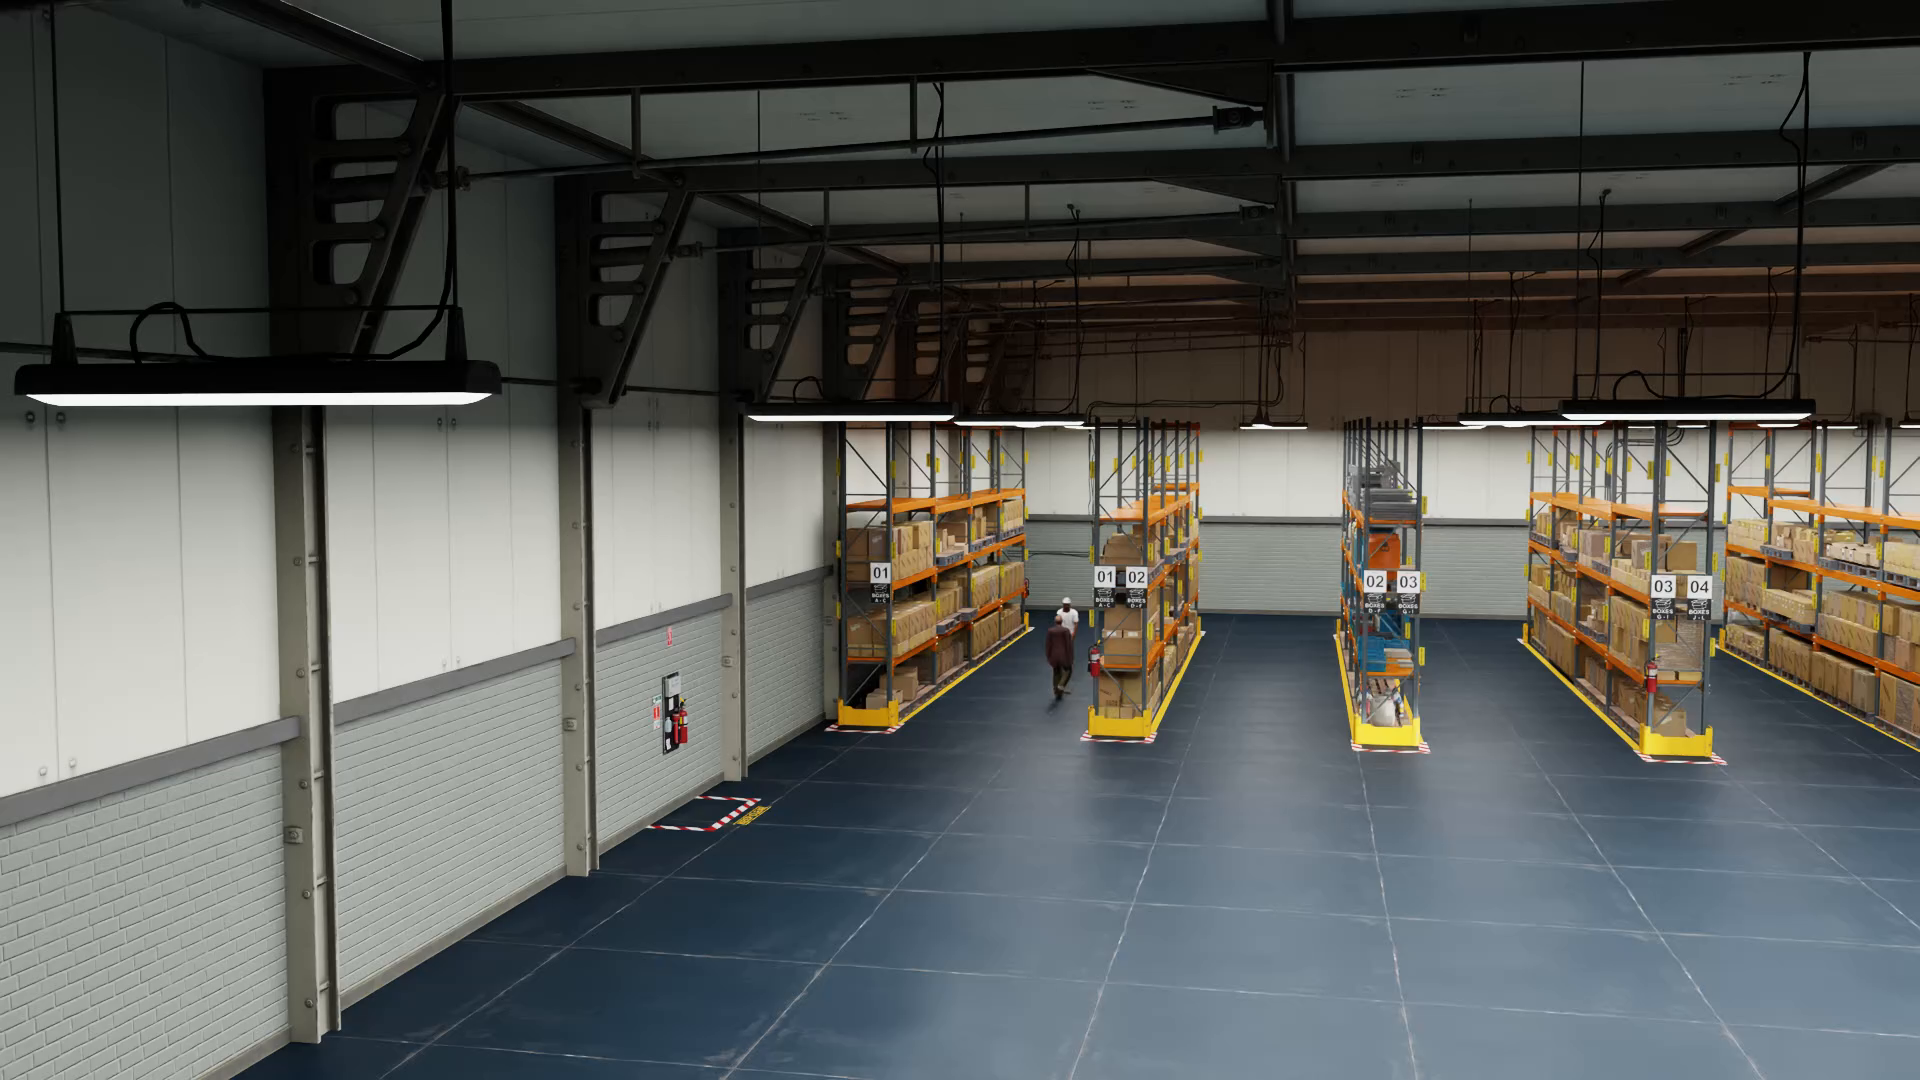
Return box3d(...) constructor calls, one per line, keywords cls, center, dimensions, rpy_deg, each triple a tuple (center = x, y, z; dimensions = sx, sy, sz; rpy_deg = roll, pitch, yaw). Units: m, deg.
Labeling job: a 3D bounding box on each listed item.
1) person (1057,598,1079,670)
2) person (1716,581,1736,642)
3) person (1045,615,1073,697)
box3d(cls="person", center=(2.556, 2.250, 39.982), dimensions=(0.580, 1.719, 0.981), rpy_deg=(1, 4, 18))
box3d(cls="person", center=(20.894, 1.916, 45.132), dimensions=(0.881, 1.758, 0.547), rpy_deg=(-1, 4, -8))
box3d(cls="person", center=(2.133, 2.505, 35.863), dimensions=(0.616, 1.770, 0.571), rpy_deg=(1, 4, 21))
